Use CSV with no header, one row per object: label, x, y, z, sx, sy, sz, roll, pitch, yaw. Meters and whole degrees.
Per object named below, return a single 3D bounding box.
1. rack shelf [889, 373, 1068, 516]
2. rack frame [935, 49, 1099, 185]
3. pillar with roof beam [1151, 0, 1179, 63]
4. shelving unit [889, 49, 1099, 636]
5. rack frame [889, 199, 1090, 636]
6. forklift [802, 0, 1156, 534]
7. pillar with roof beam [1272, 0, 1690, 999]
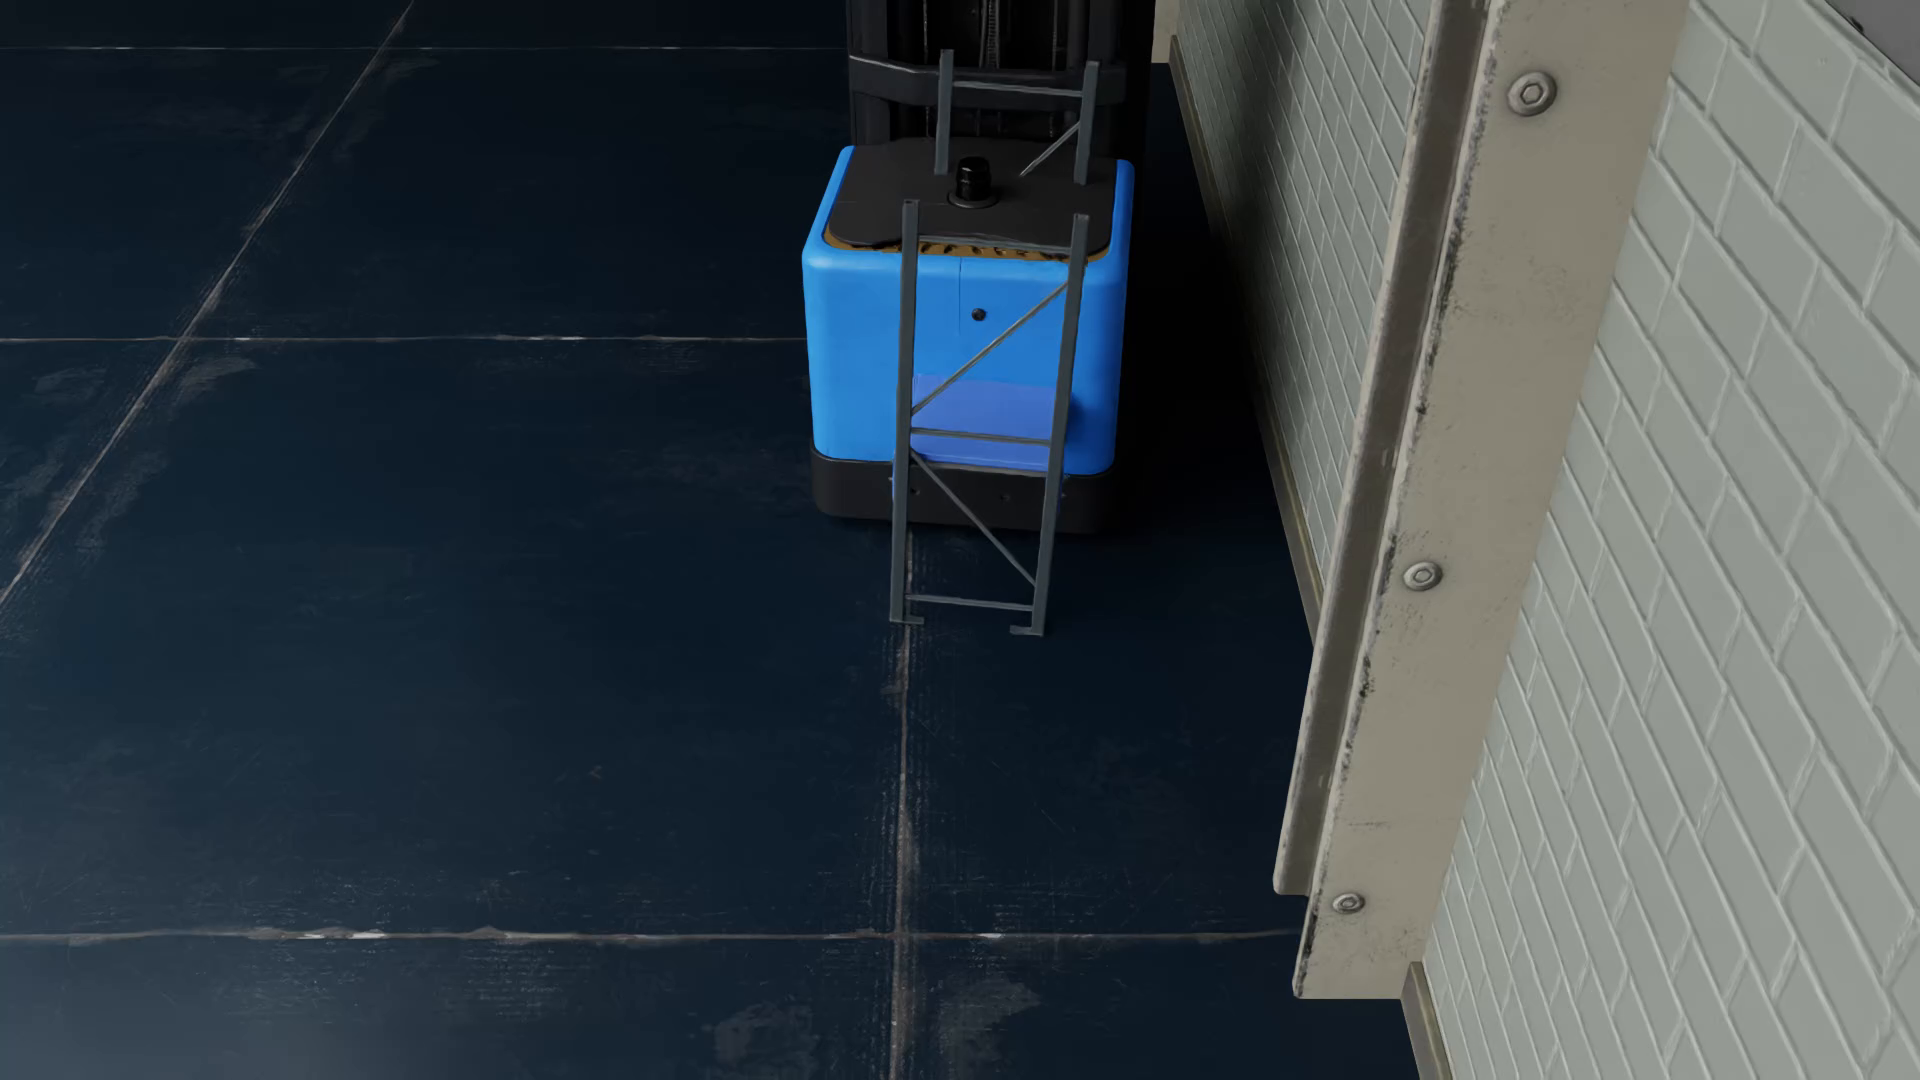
rack shelf,0.096,-0.480,5.420,0.538,0.185,1.000,5,39,2
rack frame,0.150,-0.937,5.701,0.500,1.500,0.032,5,39,2
pillar with roof beam,-3.296,-6.206,6.298,9.100,9.000,0.400,0,39,0
shelving unit,0.105,-0.619,5.307,0.538,1.500,1.048,5,39,2
rack frame,0.060,-0.302,4.913,0.500,1.500,0.032,5,39,2
forklift,0.170,-2.078,5.999,1.130,2.935,3.031,4,39,5
pillar with roof beam,-3.289,-2.454,1.616,9.100,9.000,0.400,0,39,0
